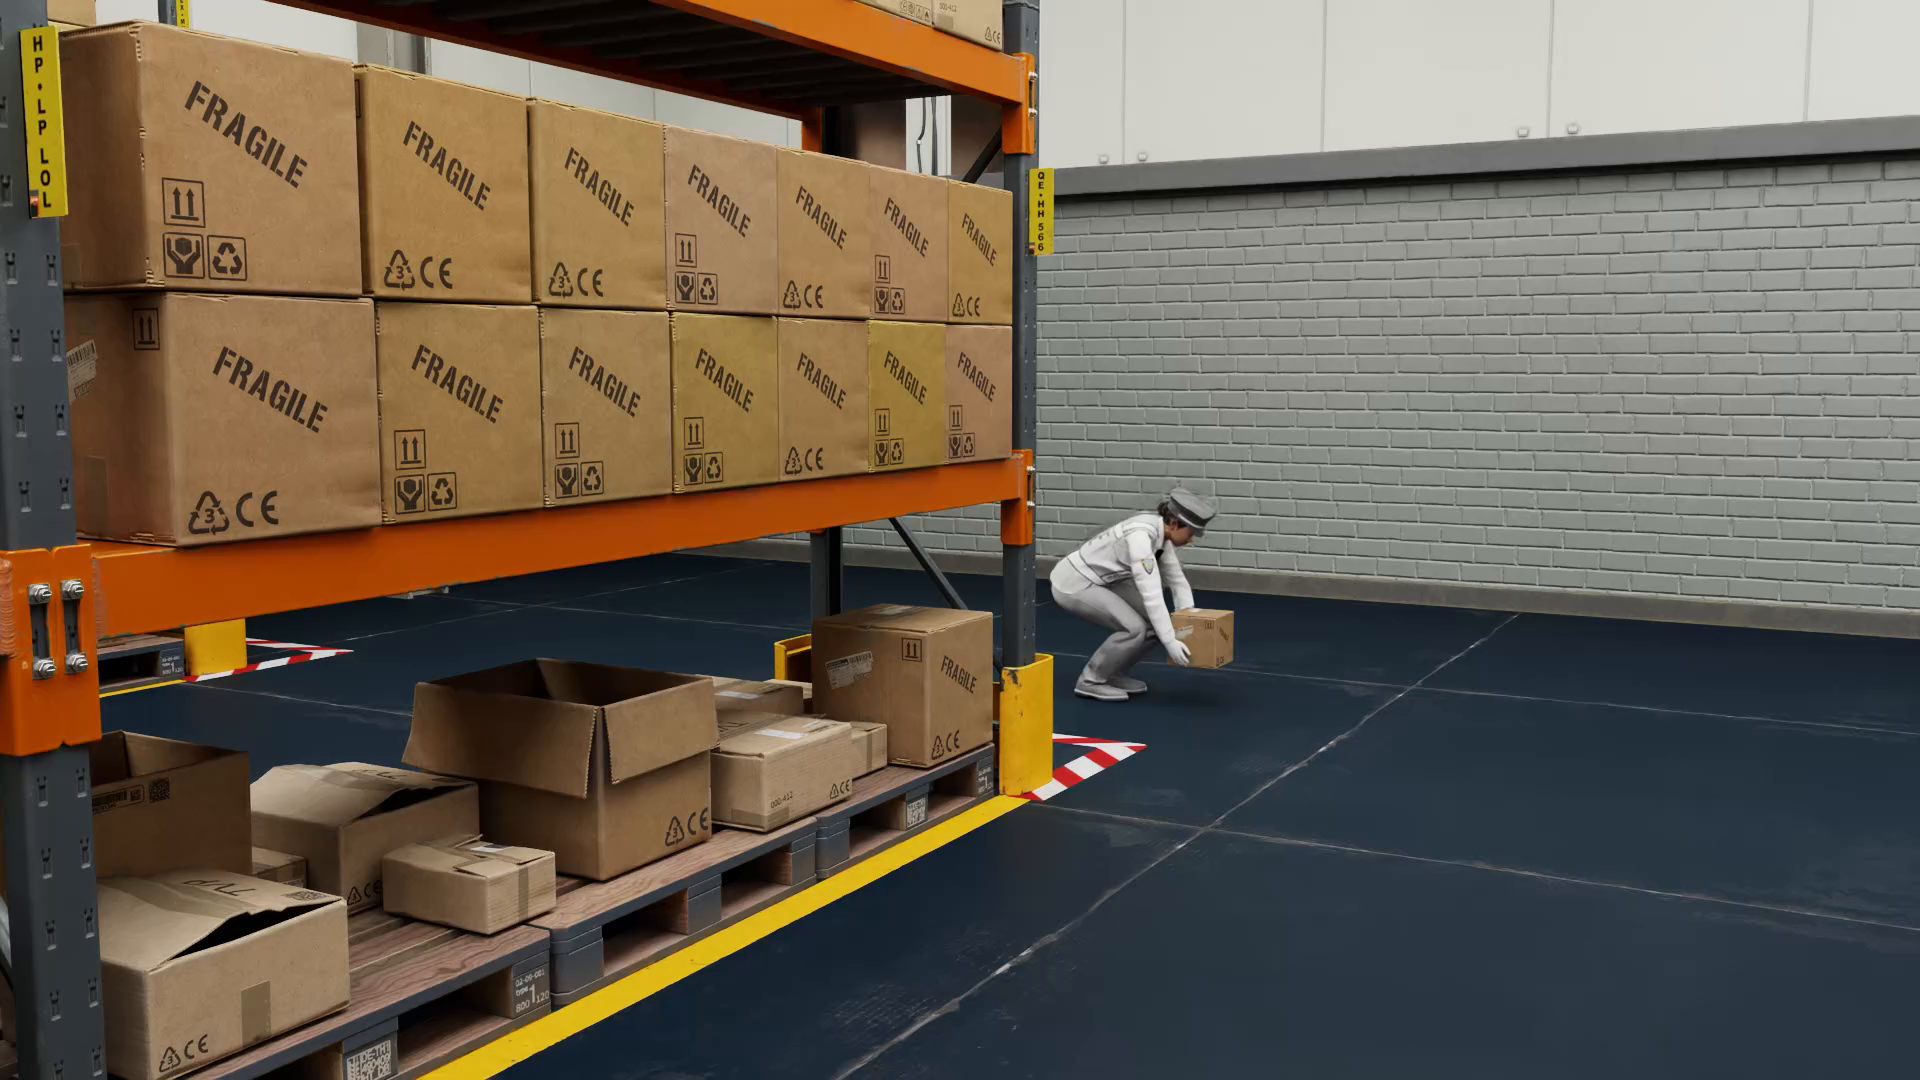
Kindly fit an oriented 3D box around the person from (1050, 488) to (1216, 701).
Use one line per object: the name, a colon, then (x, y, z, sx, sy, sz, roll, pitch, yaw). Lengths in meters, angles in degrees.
person: (0.871, 0.262, 8.316, 0.818, 1.054, 0.501, 3, 7, 28)
